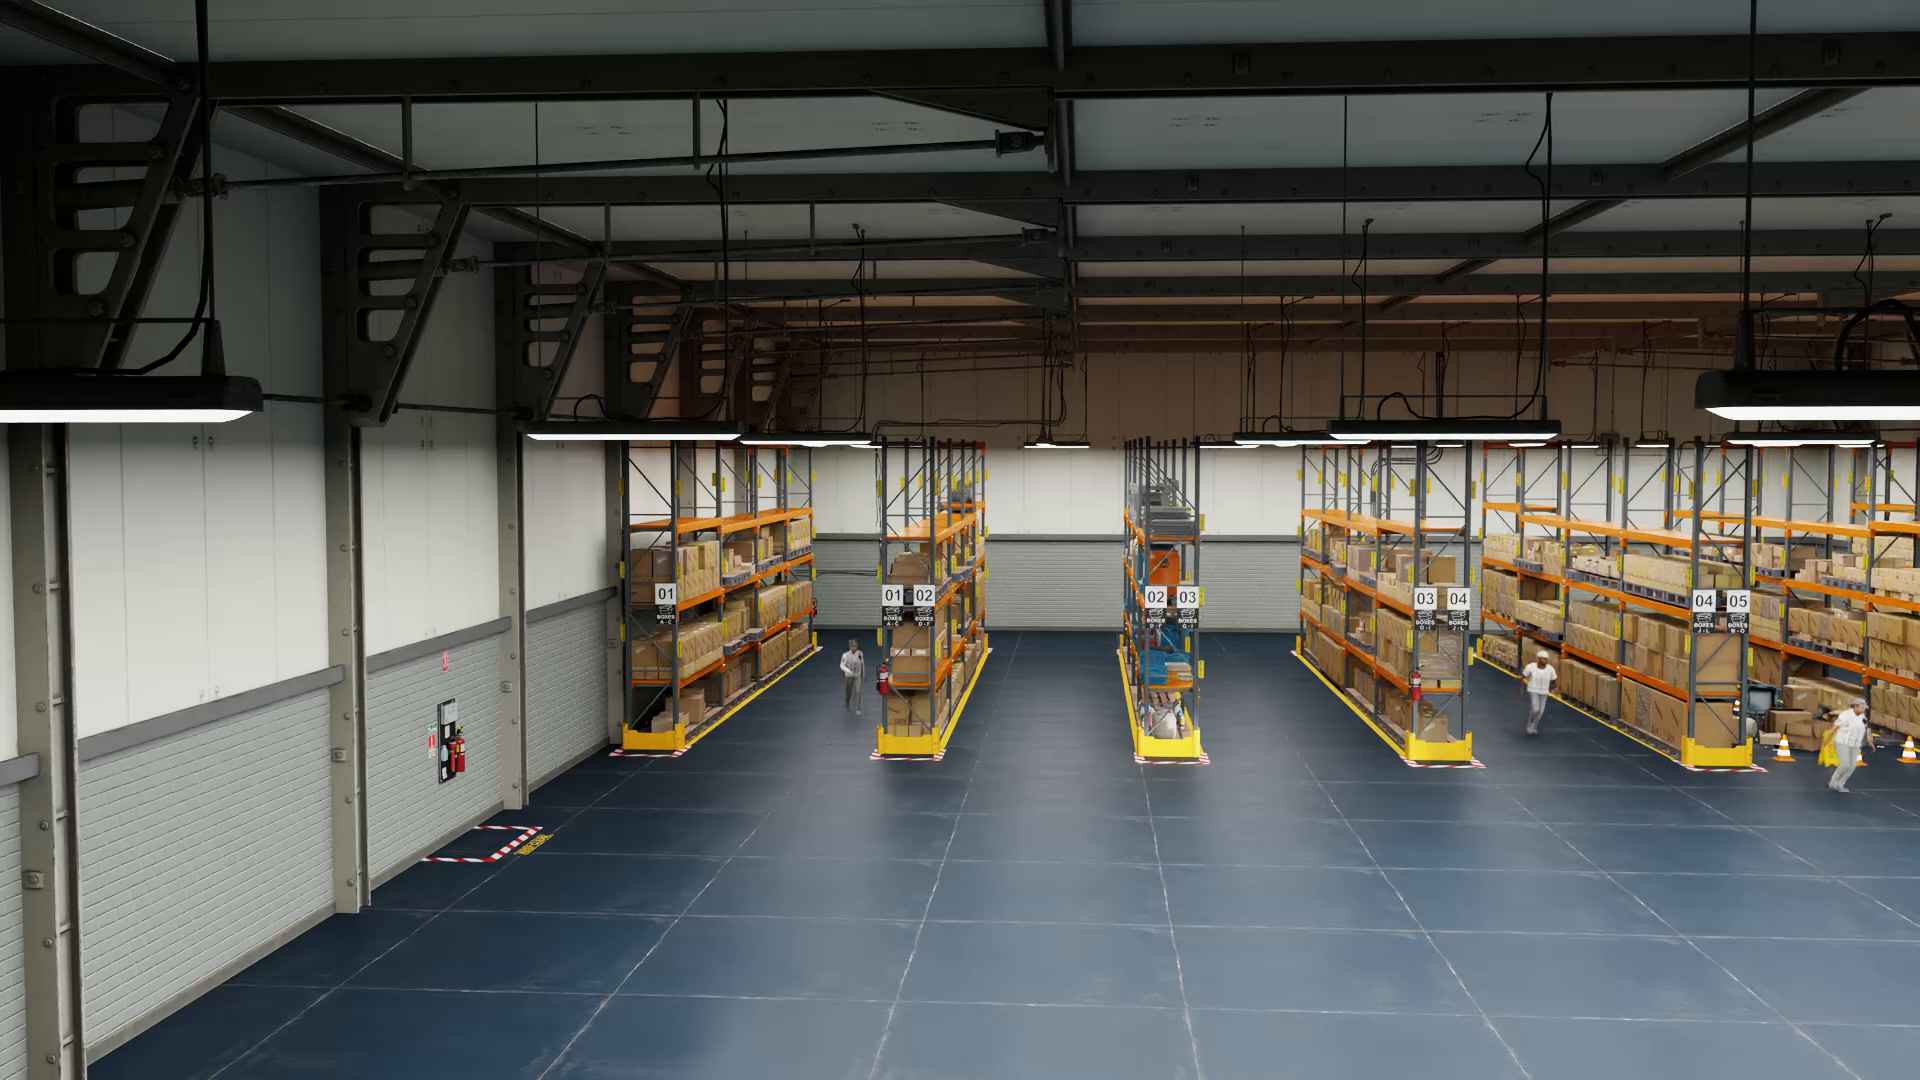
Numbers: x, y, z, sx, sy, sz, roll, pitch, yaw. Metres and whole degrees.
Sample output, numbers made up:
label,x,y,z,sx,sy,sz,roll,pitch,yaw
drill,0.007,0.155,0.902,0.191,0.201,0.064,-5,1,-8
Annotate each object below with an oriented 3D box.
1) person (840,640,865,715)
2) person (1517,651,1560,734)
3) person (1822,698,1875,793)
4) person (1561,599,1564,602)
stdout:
label,x,y,z,sx,sy,sz,roll,pitch,yaw
person,-2.327,2.939,35.883,0.569,1.620,0.970,-1,3,-14
person,11.645,3.063,33.351,0.661,1.708,0.820,0,3,-4
person,14.877,3.432,27.787,0.606,1.616,0.600,-1,3,-17
person,16.698,2.459,45.839,0.592,1.665,0.788,-1,3,-23
